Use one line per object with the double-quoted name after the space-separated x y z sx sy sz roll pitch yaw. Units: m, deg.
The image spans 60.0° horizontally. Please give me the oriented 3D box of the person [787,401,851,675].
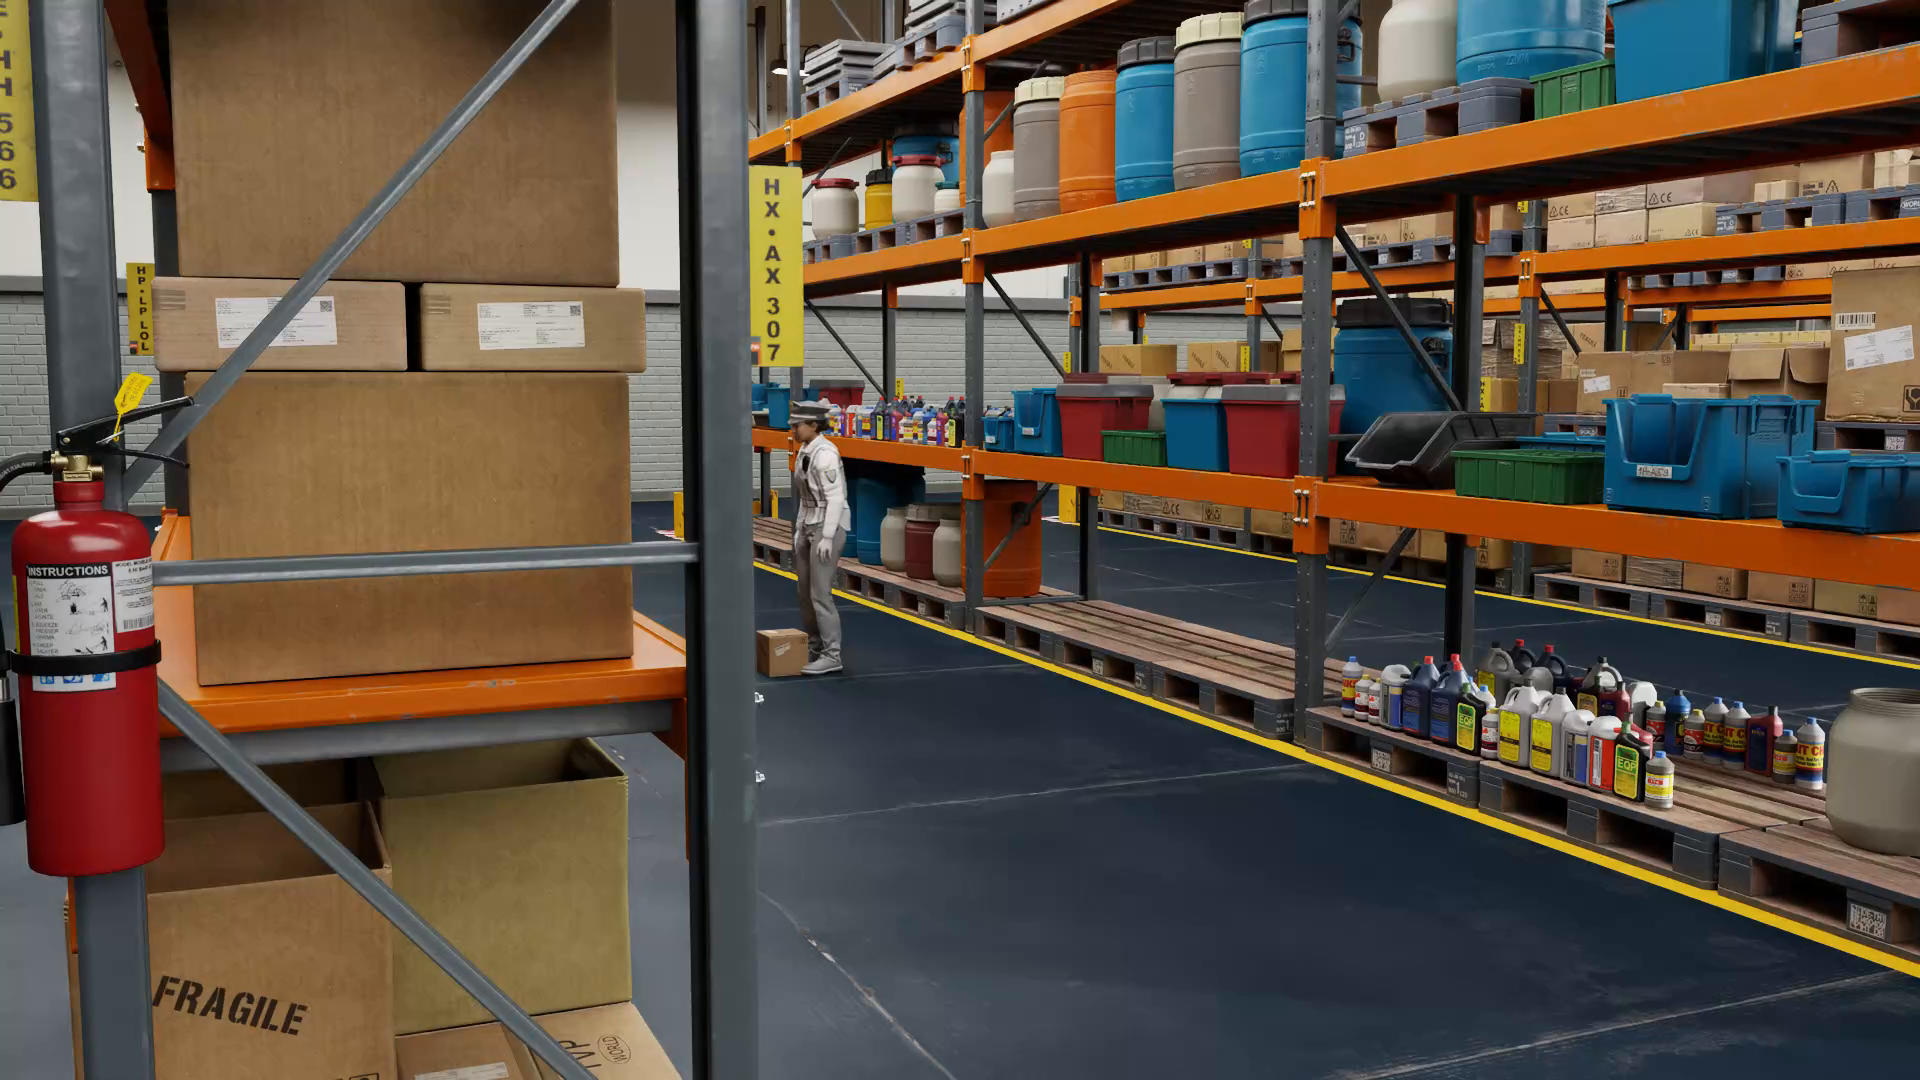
-0.877 -0.022 10.221 0.379 1.663 0.535 -3 6 -25 "person"
